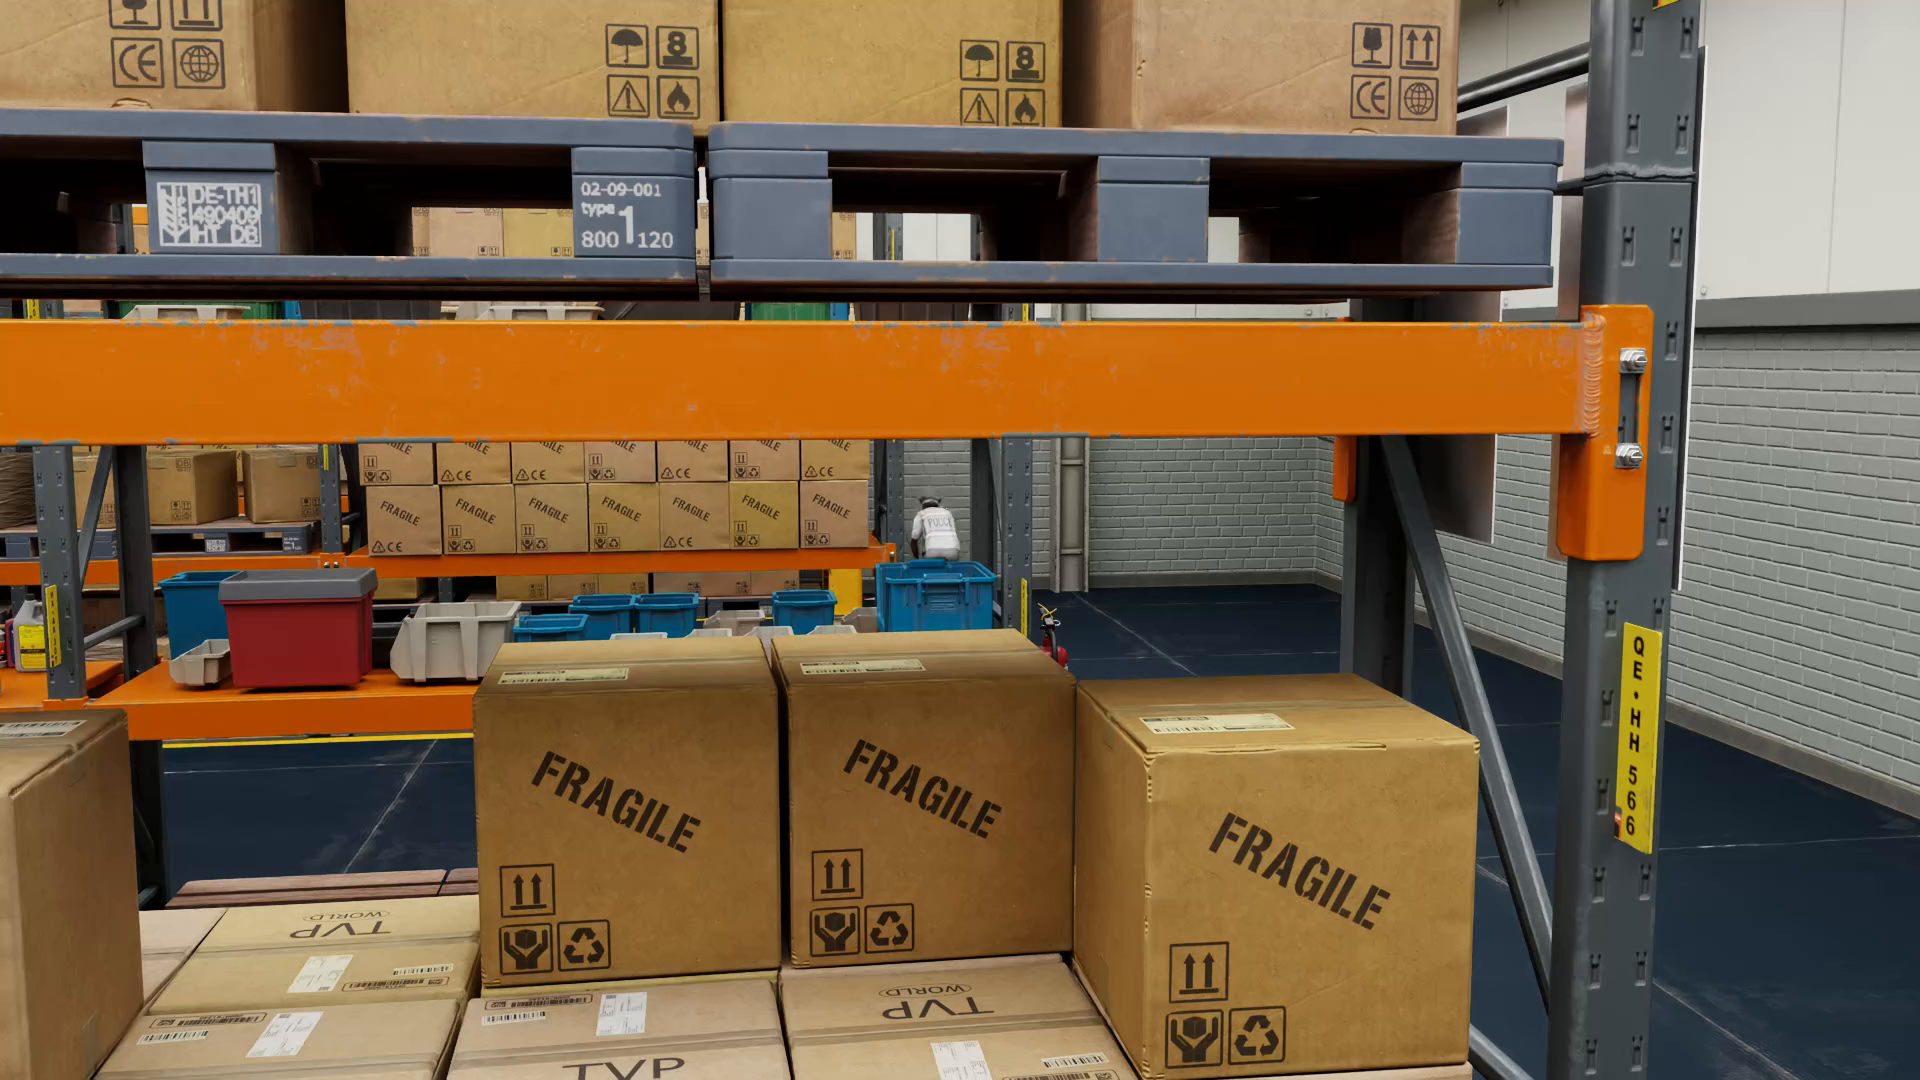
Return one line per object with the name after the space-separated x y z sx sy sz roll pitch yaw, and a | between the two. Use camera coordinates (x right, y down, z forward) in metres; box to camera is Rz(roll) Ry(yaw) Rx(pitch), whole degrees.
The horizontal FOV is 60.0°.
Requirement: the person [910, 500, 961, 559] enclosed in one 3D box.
-0.268 -0.008 17.706 0.490 0.849 0.742 -1 7 -9 | person
